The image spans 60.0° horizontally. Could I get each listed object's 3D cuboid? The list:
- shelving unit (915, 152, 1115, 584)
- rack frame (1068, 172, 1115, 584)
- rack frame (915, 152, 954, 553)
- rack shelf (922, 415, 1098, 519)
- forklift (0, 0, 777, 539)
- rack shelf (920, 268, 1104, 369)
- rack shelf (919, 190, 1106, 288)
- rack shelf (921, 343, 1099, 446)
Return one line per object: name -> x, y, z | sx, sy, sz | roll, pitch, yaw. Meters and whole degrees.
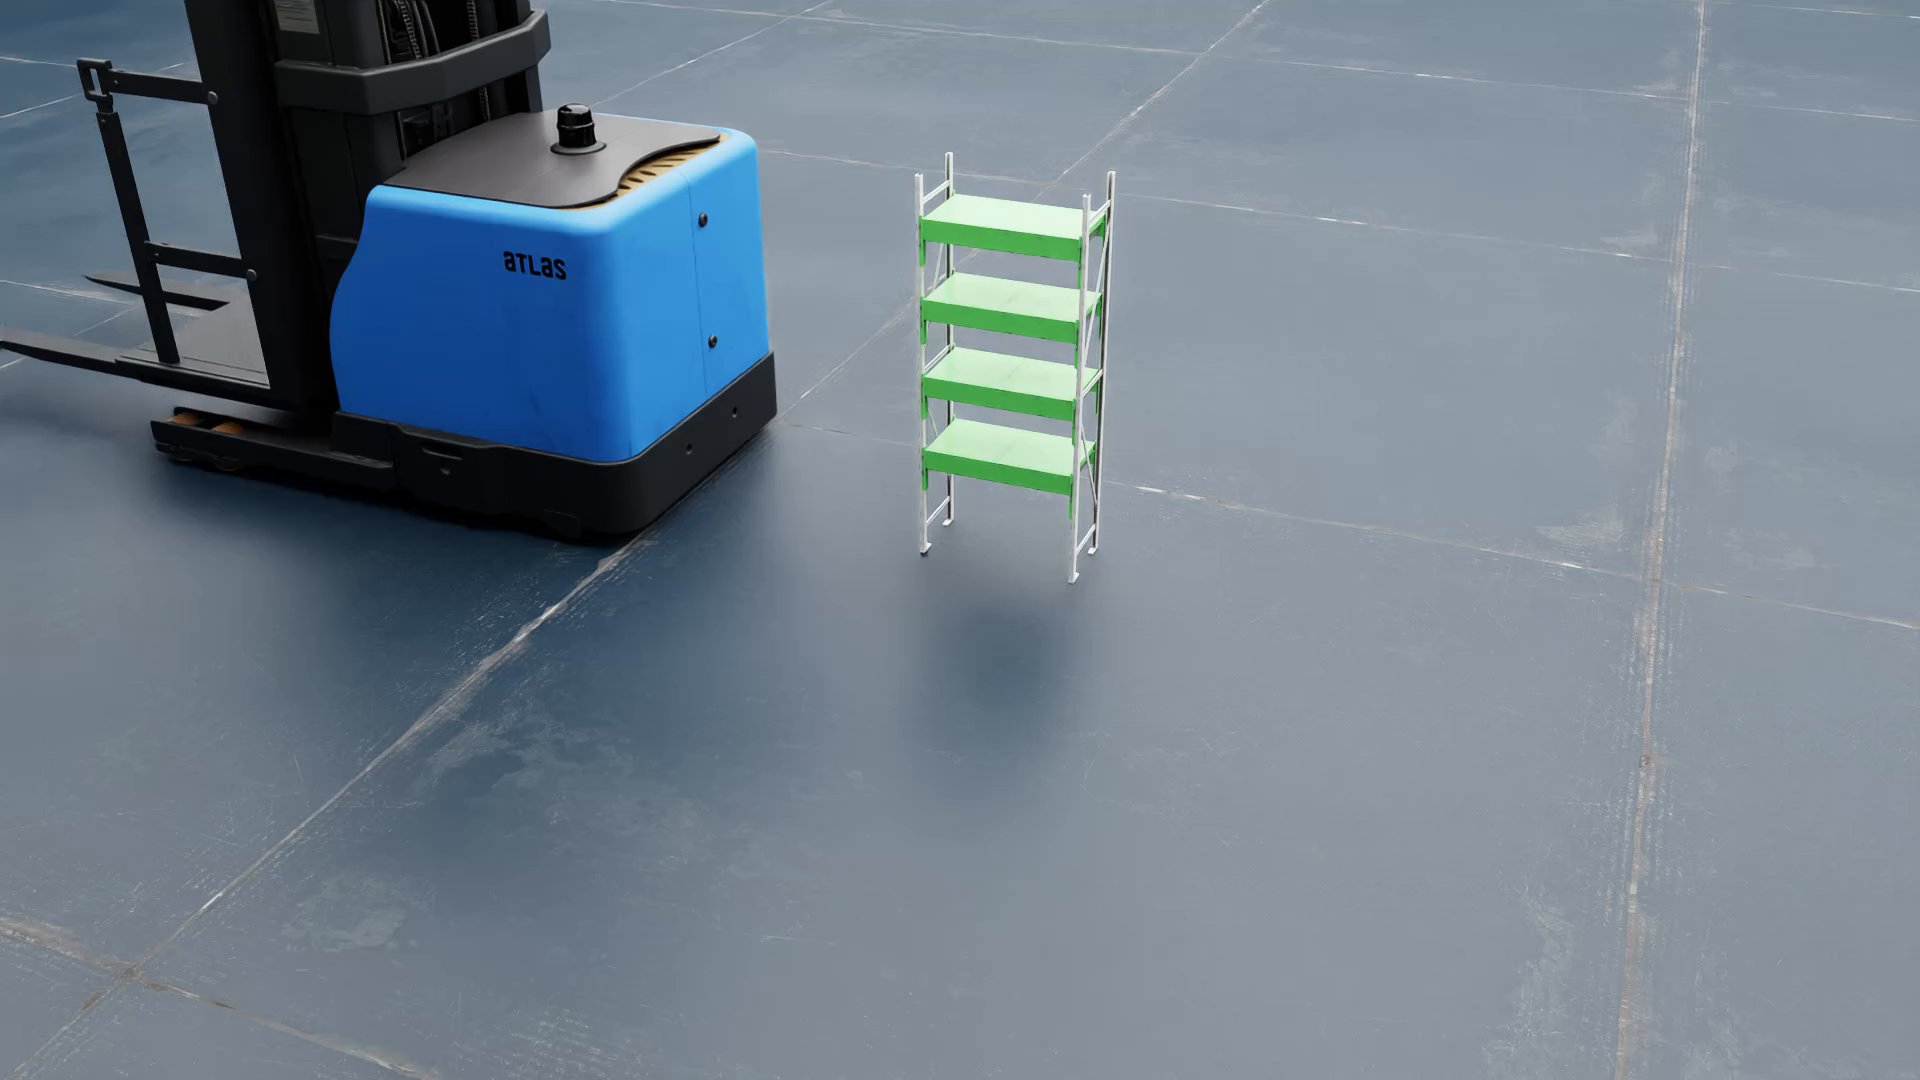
shelving unit -> 0.153, -0.492, 4.901 | 0.503, 1.200, 0.258 | 11, 31, 19
rack frame -> 0.379, -0.447, 4.821 | 0.015, 1.200, 0.240 | 11, 31, 19
rack frame -> -0.073, -0.537, 4.980 | 0.015, 1.200, 0.240 | 11, 31, 19
rack shelf -> 0.153, -0.227, 5.050 | 0.480, 0.148, 0.258 | 11, 31, 19
forklift -> -2.217, -1.736, 5.342 | 3.031, 2.935, 1.130 | 11, 31, 19
rack shelf -> 0.153, -0.645, 4.814 | 0.480, 0.148, 0.258 | 11, 31, 19
rack shelf -> 0.153, -0.854, 4.696 | 0.480, 0.148, 0.258 | 11, 31, 19
rack shelf -> 0.153, -0.436, 4.932 | 0.480, 0.148, 0.258 | 11, 31, 19
